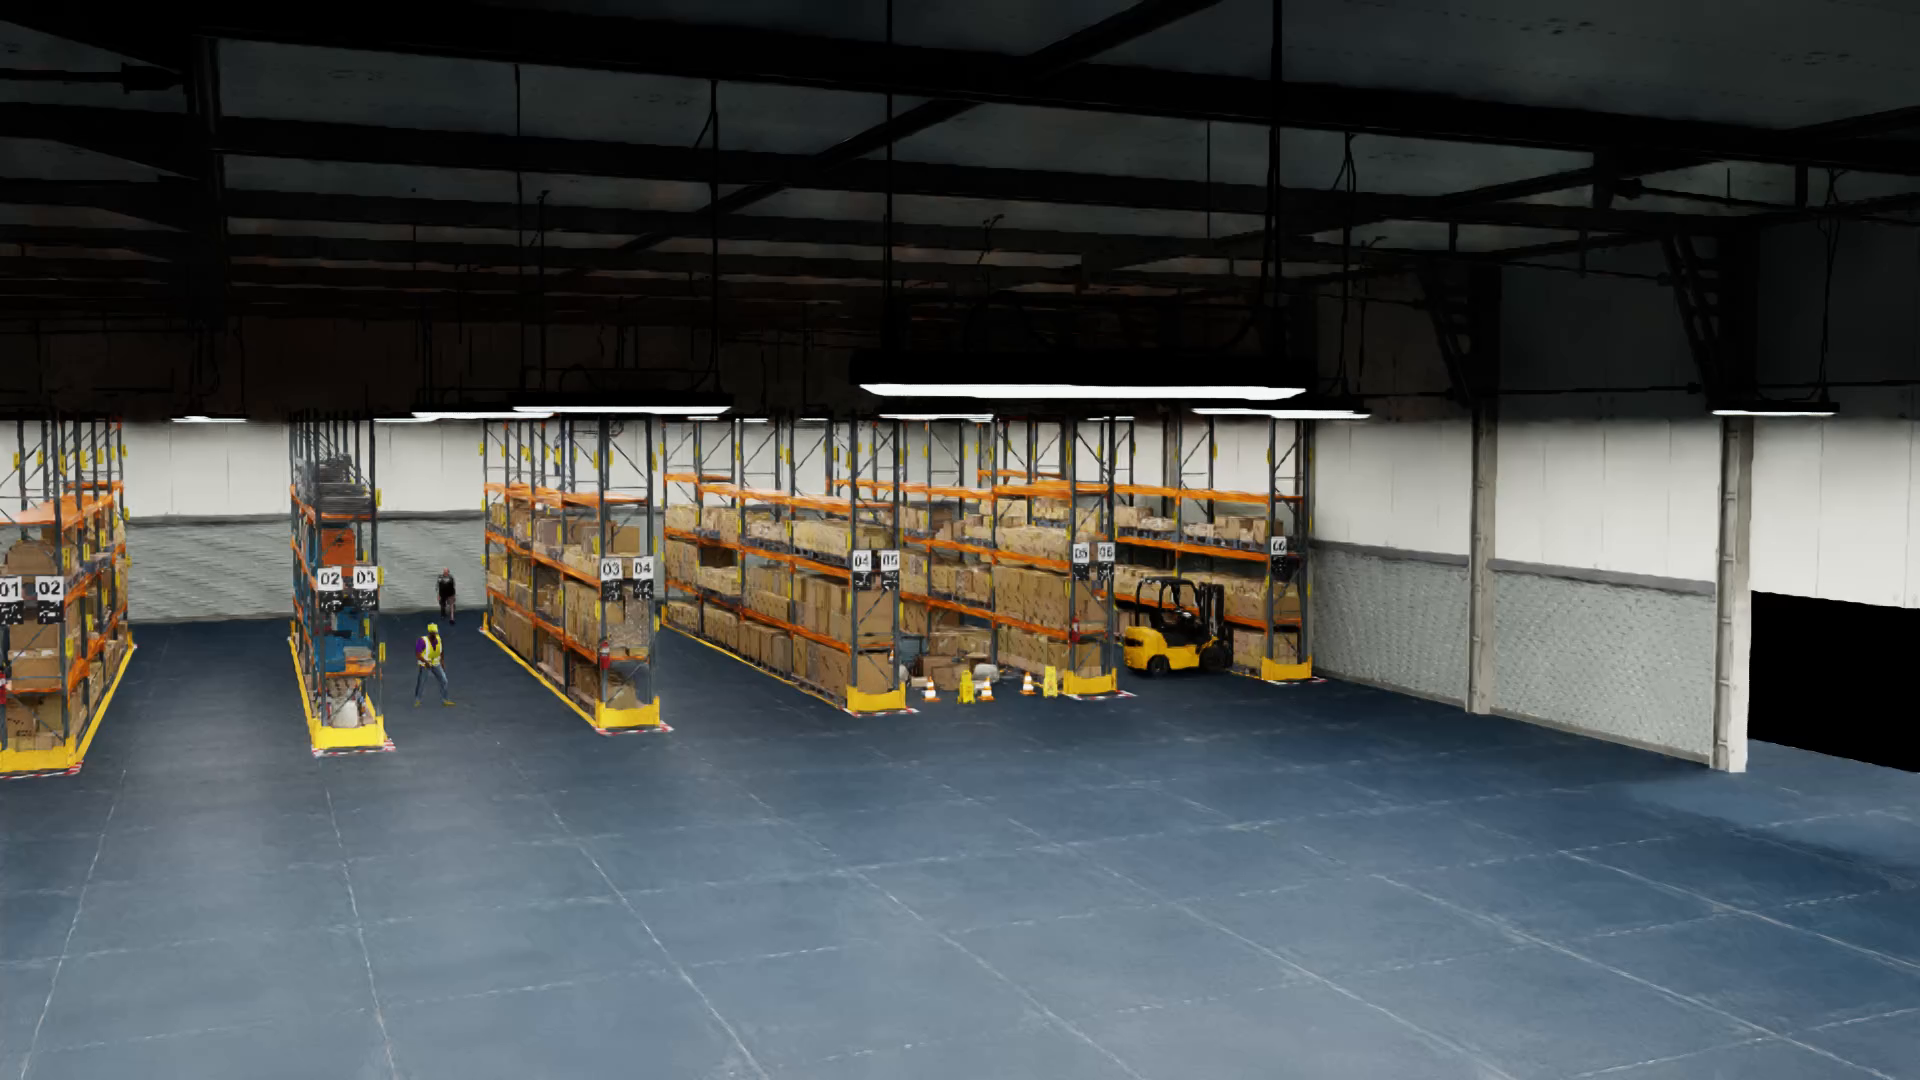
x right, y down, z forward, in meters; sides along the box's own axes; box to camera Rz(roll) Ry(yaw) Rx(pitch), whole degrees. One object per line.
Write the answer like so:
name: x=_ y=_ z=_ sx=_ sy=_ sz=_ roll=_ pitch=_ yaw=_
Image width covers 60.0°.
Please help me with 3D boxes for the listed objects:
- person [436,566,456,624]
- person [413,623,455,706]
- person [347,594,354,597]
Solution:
person: x=-14.679 y=1.564 z=47.495 sx=0.543 sy=1.648 sz=1.115 roll=-2 pitch=4 yaw=-21
person: x=-10.706 y=2.510 z=33.618 sx=0.714 sy=1.697 sz=0.823 roll=-3 pitch=5 yaw=-41
person: x=-16.657 y=1.623 z=45.635 sx=0.567 sy=1.781 sz=0.718 roll=1 pitch=4 yaw=11
